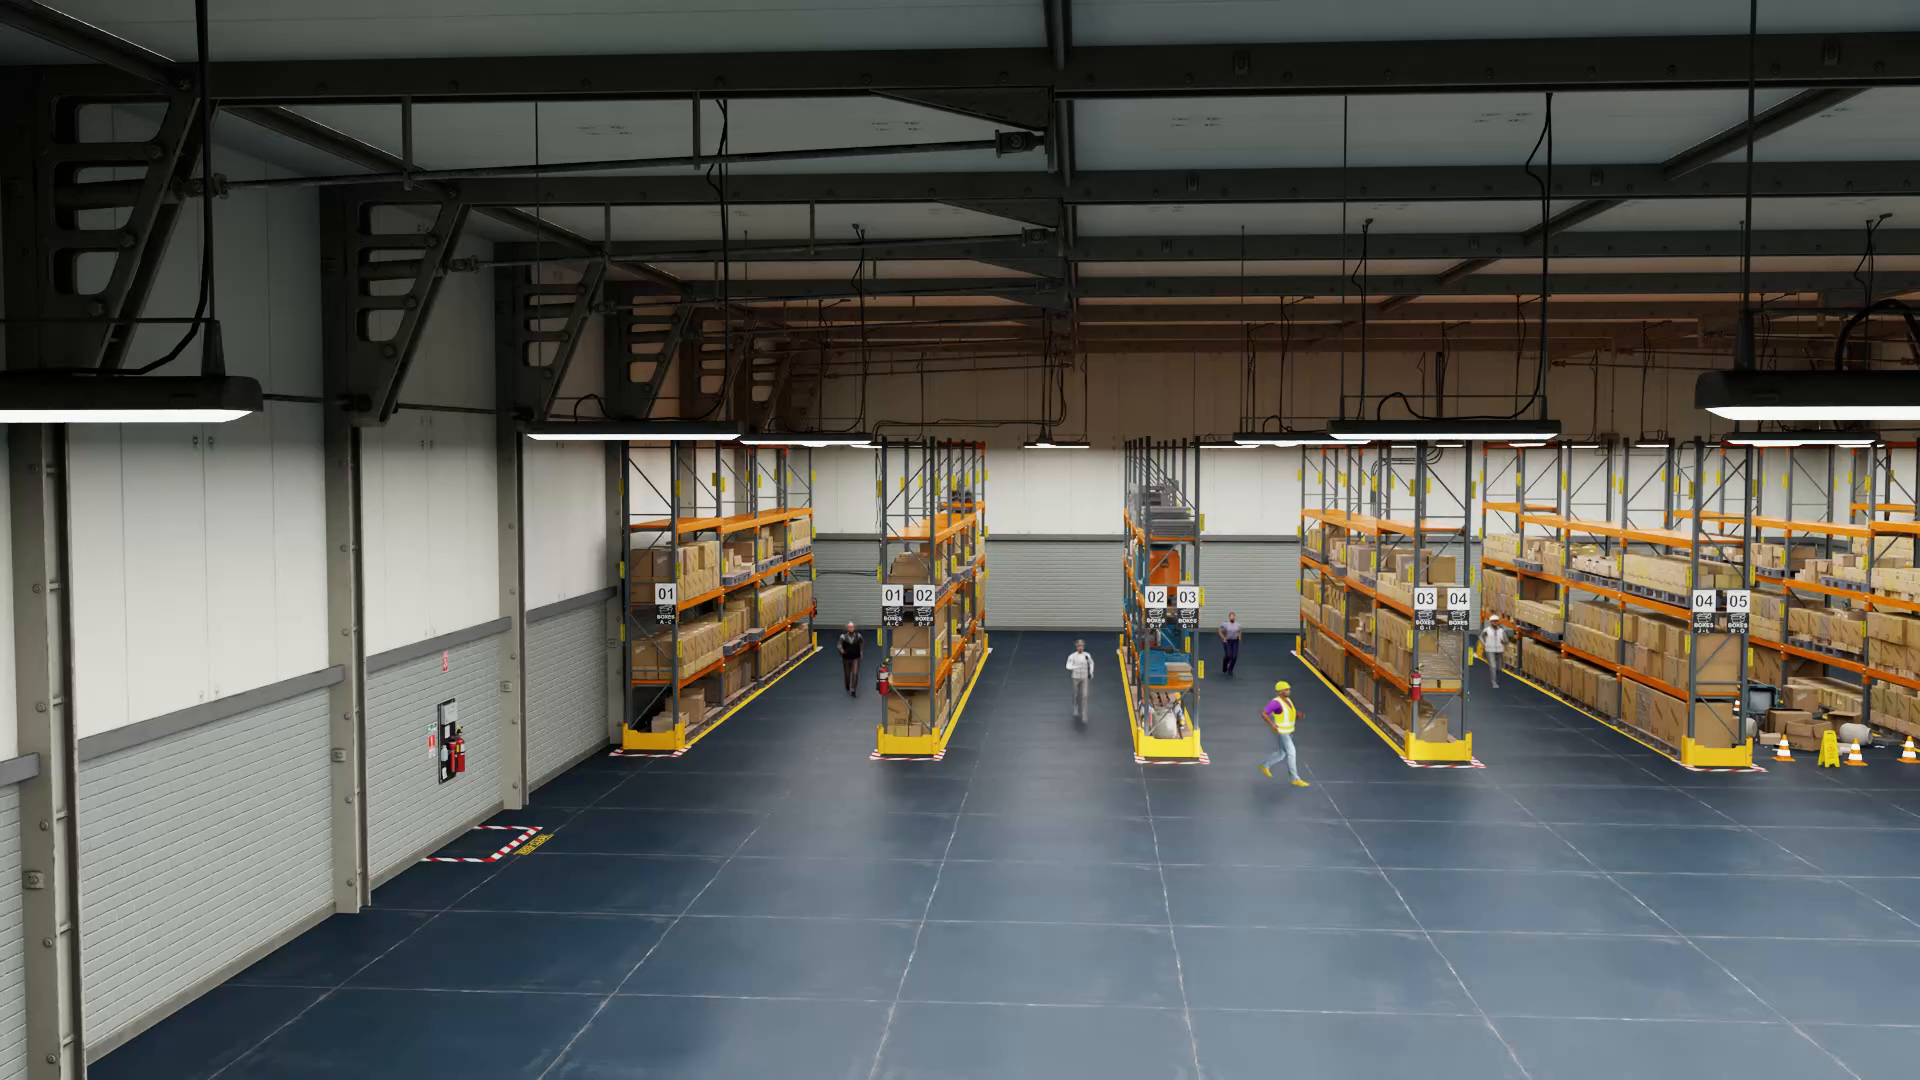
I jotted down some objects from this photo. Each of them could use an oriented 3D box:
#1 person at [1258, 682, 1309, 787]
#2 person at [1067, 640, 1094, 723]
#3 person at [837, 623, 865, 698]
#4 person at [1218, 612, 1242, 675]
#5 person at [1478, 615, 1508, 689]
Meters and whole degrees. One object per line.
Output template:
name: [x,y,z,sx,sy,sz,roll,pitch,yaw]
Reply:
person: [5.539,3.291,28.468,0.990,1.745,0.705,2,4,34]
person: [2.561,2.966,35.358,0.598,1.715,0.884,0,3,0]
person: [-2.551,2.784,38.944,0.648,1.709,0.934,0,3,-5]
person: [6.931,2.648,42.433,0.582,1.603,0.531,-1,3,-10]
person: [12.913,2.693,40.212,0.668,1.747,0.887,0,3,2]
